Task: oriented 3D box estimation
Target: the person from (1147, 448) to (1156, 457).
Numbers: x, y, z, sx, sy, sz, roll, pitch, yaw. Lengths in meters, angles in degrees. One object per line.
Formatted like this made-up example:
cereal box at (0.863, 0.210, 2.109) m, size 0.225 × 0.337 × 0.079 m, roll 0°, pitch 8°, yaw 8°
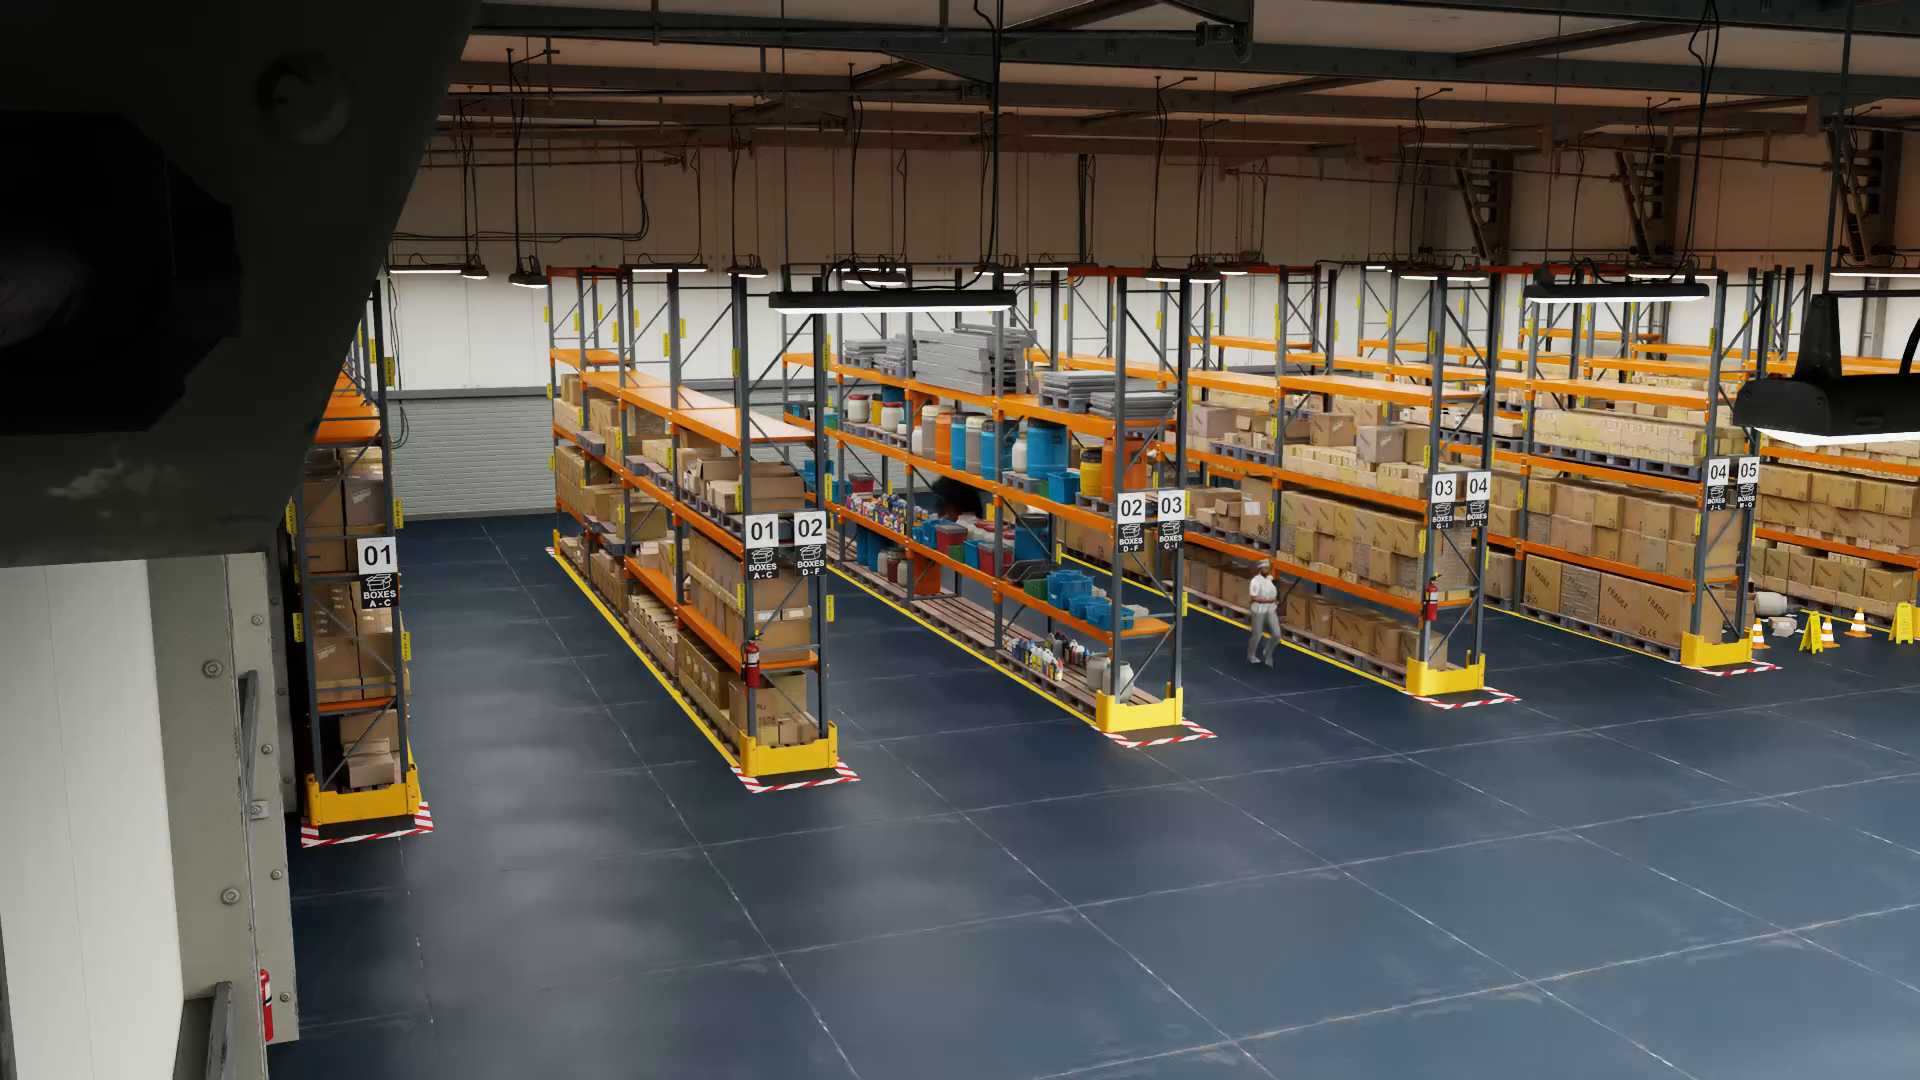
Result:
person at (4.629, -1.609, 40.750) m, size 0.813 × 1.808 × 0.668 m, roll -10°, pitch 14°, yaw -44°

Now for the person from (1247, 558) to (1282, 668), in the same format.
person at (4.664, 1.115, 25.411) m, size 0.544 × 1.701 × 0.688 m, roll -4°, pitch 11°, yaw -23°

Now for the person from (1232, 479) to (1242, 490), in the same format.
person at (7.187, -1.850, 42.304) m, size 0.662 × 1.741 × 0.683 m, roll -3°, pitch 10°, yaw -18°

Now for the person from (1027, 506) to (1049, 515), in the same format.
person at (1.464, -0.159, 31.151) m, size 0.600 × 1.691 × 0.833 m, roll -7°, pitch 12°, yaw -34°
